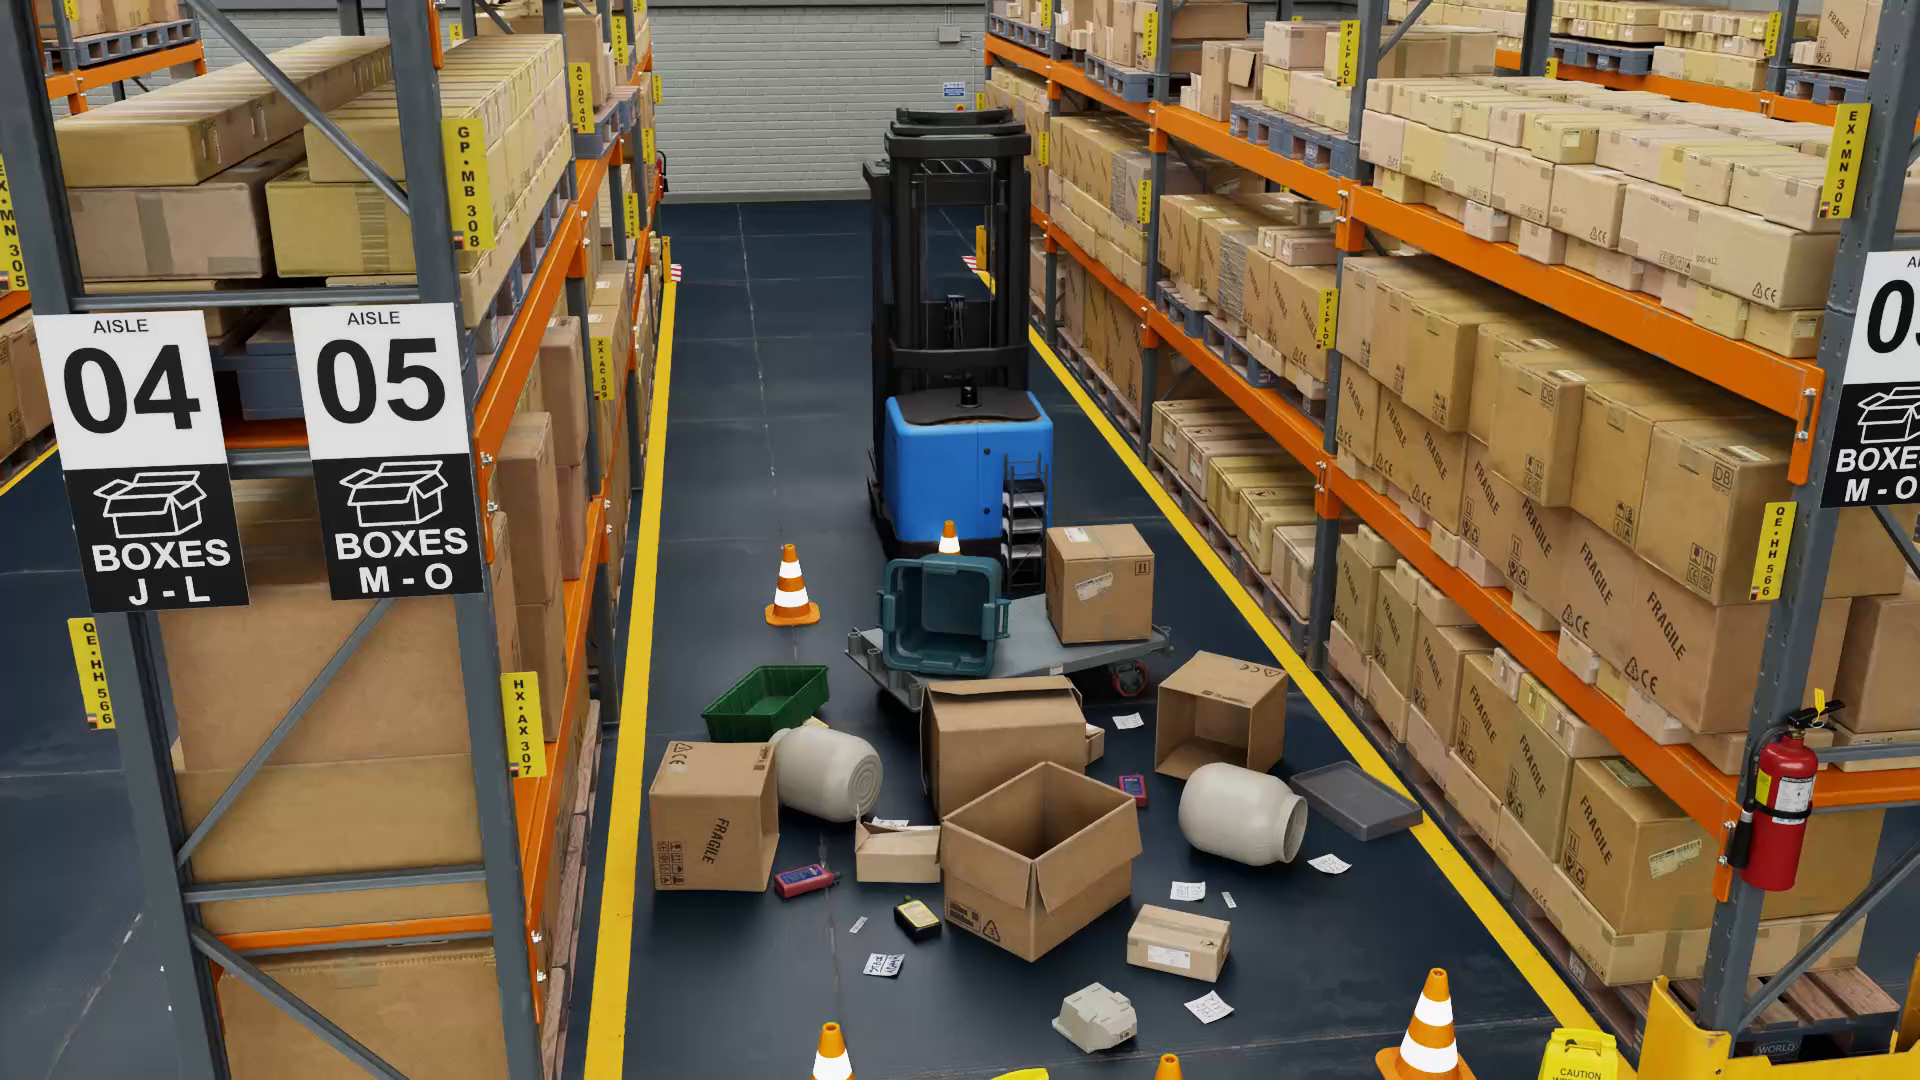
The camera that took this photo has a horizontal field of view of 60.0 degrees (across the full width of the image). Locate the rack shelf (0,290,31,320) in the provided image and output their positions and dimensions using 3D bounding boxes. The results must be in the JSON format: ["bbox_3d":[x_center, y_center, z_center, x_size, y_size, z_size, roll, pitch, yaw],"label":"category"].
[{"bbox_3d":[-8.142,-1.920,13.597,1.077,0.370,4.000,-3,21,-8],"label":"rack shelf"}]

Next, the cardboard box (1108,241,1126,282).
[{"bbox_3d":[1.534,-2.332,13.886,0.500,0.250,0.500,-3,21,-7],"label":"cardboard box"}]

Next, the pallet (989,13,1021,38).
[{"bbox_3d":[0.917,-5.941,19.175,1.003,0.211,1.213,-3,21,-8],"label":"pallet"}]

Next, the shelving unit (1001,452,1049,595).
[{"bbox_3d":[0.413,-0.104,10.689,0.258,0.900,0.210,-4,25,-10],"label":"shelving unit"}]

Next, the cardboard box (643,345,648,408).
[{"bbox_3d":[-2.935,-1.414,14.188,0.500,0.500,0.500,-3,21,-9],"label":"cardboard box"}]

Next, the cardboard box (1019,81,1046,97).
[{"bbox_3d":[0.845,-4.889,18.019,0.380,0.149,0.250,-3,21,-8],"label":"cardboard box"}]

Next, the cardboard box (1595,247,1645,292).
[{"bbox_3d":[2.651,-1.044,6.296,0.380,0.149,0.250,-3,21,-8],"label":"cardboard box"}]

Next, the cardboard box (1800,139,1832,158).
[{"bbox_3d":[3.267,-1.355,5.990,0.380,0.149,0.250,-3,21,-8],"label":"cardboard box"}]

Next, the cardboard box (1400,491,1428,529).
[{"bbox_3d":[2.415,-0.173,8.252,0.380,0.149,0.250,-2,21,-6],"label":"cardboard box"}]

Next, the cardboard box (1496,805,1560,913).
[{"bbox_3d":[2.656,1.351,7.141,0.500,0.250,0.500,-3,21,-8],"label":"cardboard box"}]

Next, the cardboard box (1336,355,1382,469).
[{"bbox_3d":[2.317,-0.699,8.732,0.500,0.500,0.500,-3,21,-8],"label":"cardboard box"}]

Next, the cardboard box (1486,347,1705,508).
[{"bbox_3d":[2.575,-0.461,6.667,0.700,0.500,0.500,-3,21,-8],"label":"cardboard box"}]

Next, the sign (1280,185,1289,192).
[{"bbox_3d":[2.488,-2.600,12.848,0.100,0.325,0.005,-3,21,-8],"label":"sign"}]

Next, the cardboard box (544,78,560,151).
[{"bbox_3d":[-1.957,-1.780,6.953,0.500,0.250,0.500,-3,21,-8],"label":"cardboard box"}]

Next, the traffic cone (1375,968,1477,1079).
[{"bbox_3d":[1.767,1.811,6.207,0.336,0.463,0.334,-3,21,-8],"label":"traffic cone"}]

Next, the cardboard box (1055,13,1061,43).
[{"bbox_3d":[1.102,-4.797,15.577,0.396,0.266,0.258,-3,21,-8],"label":"cardboard box"}]

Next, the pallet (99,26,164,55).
[{"bbox_3d":[-8.710,-5.018,16.704,1.003,0.211,1.213,-3,21,-8],"label":"pallet"}]

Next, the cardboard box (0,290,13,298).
[{"bbox_3d":[-7.808,-2.149,13.039,0.500,0.500,0.500,-3,21,-9],"label":"cardboard box"}]

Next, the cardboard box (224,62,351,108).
[{"bbox_3d":[-2.419,-1.629,5.980,0.380,0.149,0.250,-3,21,-8],"label":"cardboard box"}]

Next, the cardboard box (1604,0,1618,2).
[{"bbox_3d":[6.505,-5.185,16.215,0.380,0.149,0.250,-3,21,-7],"label":"cardboard box"}]

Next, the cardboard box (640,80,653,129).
[{"bbox_3d":[-3.615,-4.703,18.023,0.500,0.500,0.500,-2,21,-5],"label":"cardboard box"}]

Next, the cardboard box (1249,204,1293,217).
[{"bbox_3d":[2.379,-2.125,11.950,0.500,0.500,0.500,-3,21,-9],"label":"cardboard box"}]

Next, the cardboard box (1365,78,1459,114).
[{"bbox_3d":[2.252,-2.214,8.290,0.380,0.149,0.250,-3,21,-9],"label":"cardboard box"}]

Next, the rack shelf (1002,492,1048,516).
[{"bbox_3d":[0.415,-0.237,10.627,0.258,0.077,0.200,-4,25,-10],"label":"rack shelf"}]

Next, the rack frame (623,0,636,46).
[{"bbox_3d":[-3.508,-5.975,14.851,1.000,3.000,0.127,-3,21,-8],"label":"rack frame"}]

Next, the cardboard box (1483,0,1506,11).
[{"bbox_3d":[5.895,-5.747,17.603,0.500,0.250,0.500,-3,21,-9],"label":"cardboard box"}]

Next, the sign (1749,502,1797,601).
[{"bbox_3d":[2.554,0.037,5.225,0.100,0.325,0.005,-3,21,-8],"label":"sign"}]

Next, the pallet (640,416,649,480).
[{"bbox_3d":[-3.042,-0.744,13.405,1.003,0.211,1.213,-3,21,-8],"label":"pallet"}]

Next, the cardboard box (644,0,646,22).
[{"bbox_3d":[-3.691,-5.795,18.156,0.500,0.250,0.500,-3,21,-9],"label":"cardboard box"}]

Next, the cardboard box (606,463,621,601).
[{"bbox_3d":[-2.668,-0.082,10.263,1.050,0.750,0.750,-3,21,-8],"label":"cardboard box"}]

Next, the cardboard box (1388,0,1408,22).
[{"bbox_3d":[5.504,-6.392,20.046,0.500,0.250,0.500,-3,21,-8],"label":"cardboard box"}]

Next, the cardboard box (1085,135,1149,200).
[{"bbox_3d":[1.406,-3.270,14.612,0.500,0.500,0.500,-3,21,-9],"label":"cardboard box"}]

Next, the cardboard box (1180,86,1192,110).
[{"bbox_3d":[1.830,-3.234,12.159,0.380,0.149,0.250,-3,21,-8],"label":"cardboard box"}]

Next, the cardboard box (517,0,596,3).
[{"bbox_3d":[-3.415,-4.273,13.835,0.797,0.503,0.637,-3,21,-8],"label":"cardboard box"}]

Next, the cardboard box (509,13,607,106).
[{"bbox_3d":[-2.403,-2.887,9.986,0.500,0.500,0.500,-3,21,-8],"label":"cardboard box"}]

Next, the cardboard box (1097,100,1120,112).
[{"bbox_3d":[1.587,-4.390,16.685,0.380,0.149,0.250,-3,21,-9],"label":"cardboard box"}]

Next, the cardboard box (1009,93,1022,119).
[{"bbox_3d":[0.823,-4.639,18.279,0.500,0.500,0.500,-3,21,-8],"label":"cardboard box"}]

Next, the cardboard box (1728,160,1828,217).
[{"bbox_3d":[2.766,-1.149,5.436,0.380,0.149,0.250,-3,21,-7],"label":"cardboard box"}]

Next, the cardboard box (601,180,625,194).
[{"bbox_3d":[-3.112,-3.034,14.461,0.380,0.149,0.250,-4,21,-10],"label":"cardboard box"}]

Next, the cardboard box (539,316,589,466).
[{"bbox_3d":[-2.141,-0.656,7.429,0.875,0.550,0.550,-3,21,-8],"label":"cardboard box"}]

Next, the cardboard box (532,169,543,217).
[{"bbox_3d":[-1.765,-1.287,6.204,0.380,0.149,0.250,-3,21,-8],"label":"cardboard box"}]

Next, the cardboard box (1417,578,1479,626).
[{"bbox_3d":[2.423,0.292,7.977,0.380,0.149,0.250,-2,21,-5],"label":"cardboard box"}]

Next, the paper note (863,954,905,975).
[{"bbox_3d":[-0.318,1.768,6.941,0.144,0.017,0.142,4,21,11],"label":"paper note"}]

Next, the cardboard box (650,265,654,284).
[{"bbox_3d":[-3.435,-2.799,17.546,0.380,0.149,0.250,-2,21,-7],"label":"cardboard box"}]

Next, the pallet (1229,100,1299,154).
[{"bbox_3d":[2.393,-2.574,10.303,1.213,0.211,1.003,-3,21,-8],"label":"pallet"}]

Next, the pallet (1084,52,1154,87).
[{"bbox_3d":[1.643,-3.988,14.089,1.003,0.211,1.213,-2,21,-5],"label":"pallet"}]

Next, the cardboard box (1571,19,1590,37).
[{"bbox_3d":[6.025,-4.842,15.722,0.380,0.149,0.250,-3,21,-7],"label":"cardboard box"}]

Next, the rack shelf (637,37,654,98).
[{"bbox_3d":[-3.796,-4.925,17.356,1.077,0.370,4.000,-3,21,-8],"label":"rack shelf"}]

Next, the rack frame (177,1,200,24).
[{"bbox_3d":[-9.007,-7.144,17.983,1.000,3.000,0.127,-3,21,-8],"label":"rack frame"}]

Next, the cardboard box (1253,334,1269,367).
[{"bbox_3d":[2.049,-1.190,10.374,0.380,0.149,0.250,-3,21,-7],"label":"cardboard box"}]

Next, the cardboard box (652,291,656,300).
[{"bbox_3d":[-3.469,-2.615,17.904,0.380,0.149,0.250,-3,21,-9],"label":"cardboard box"}]

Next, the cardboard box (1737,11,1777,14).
[{"bbox_3d":[6.928,-4.471,14.331,0.380,0.149,0.250,-3,21,-8],"label":"cardboard box"}]

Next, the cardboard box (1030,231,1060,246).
[{"bbox_3d":[1.134,-3.290,19.300,0.875,0.438,0.875,-2,21,-6],"label":"cardboard box"}]

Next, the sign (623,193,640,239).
[{"bbox_3d":[-2.382,-2.351,12.068,0.100,0.325,0.005,-3,21,-8],"label":"sign"}]

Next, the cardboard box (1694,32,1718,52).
[{"bbox_3d":[6.465,-4.215,14.071,0.380,0.149,0.250,-3,21,-8],"label":"cardboard box"}]

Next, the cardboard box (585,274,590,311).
[{"bbox_3d":[-2.652,-1.609,10.165,0.700,0.500,0.500,-3,21,-8],"label":"cardboard box"}]

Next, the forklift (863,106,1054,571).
[{"bbox_3d":[-0.095,-1.612,11.842,1.130,2.935,3.031,-3,21,-7],"label":"forklift"}]

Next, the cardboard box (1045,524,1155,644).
[{"bbox_3d":[0.772,0.237,9.284,0.500,0.500,0.500,-3,21,-8],"label":"cardboard box"}]

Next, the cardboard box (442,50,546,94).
[{"bbox_3d":[-1.839,-1.838,6.538,0.380,0.149,0.250,-3,21,-8],"label":"cardboard box"}]
